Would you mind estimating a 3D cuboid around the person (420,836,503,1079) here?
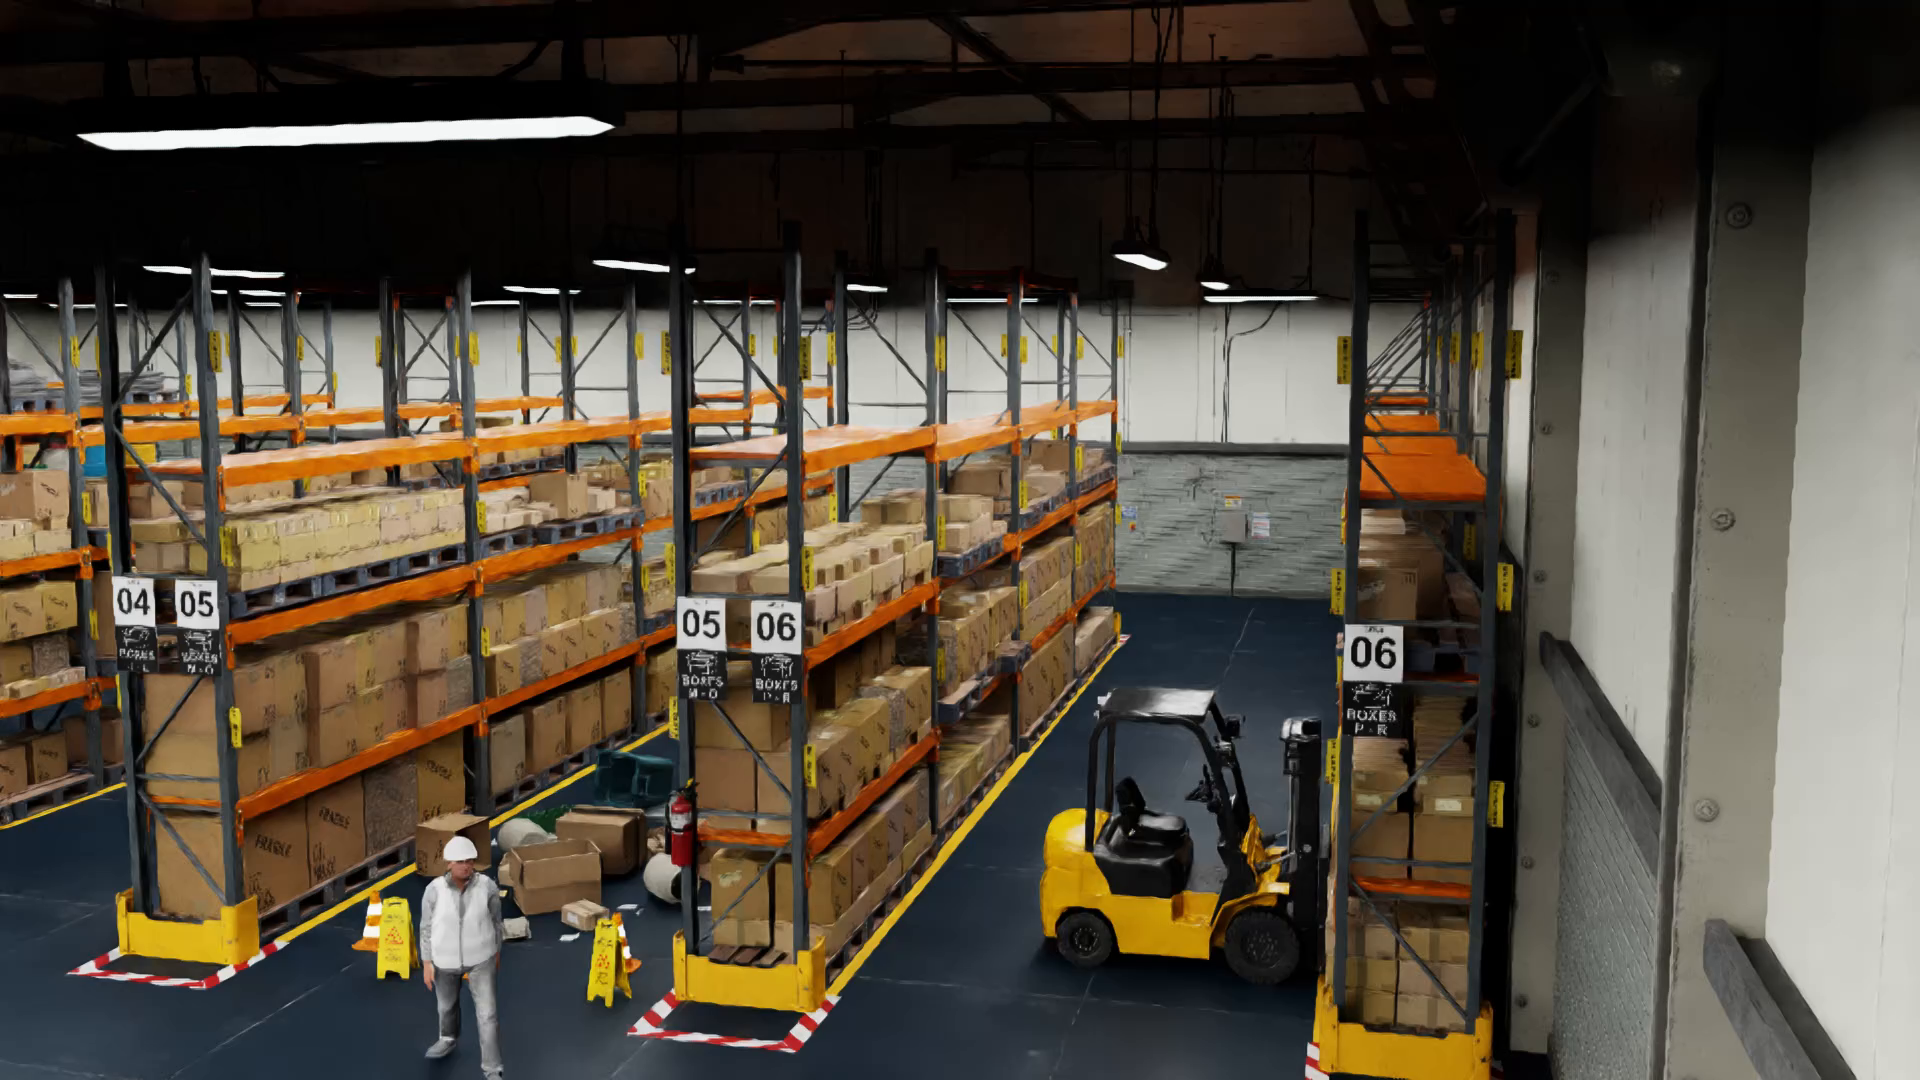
[{"bbox_3d":[-3.471,2.900,11.576,0.584,1.746,0.932,-2,7,-13],"label":"person"}]
